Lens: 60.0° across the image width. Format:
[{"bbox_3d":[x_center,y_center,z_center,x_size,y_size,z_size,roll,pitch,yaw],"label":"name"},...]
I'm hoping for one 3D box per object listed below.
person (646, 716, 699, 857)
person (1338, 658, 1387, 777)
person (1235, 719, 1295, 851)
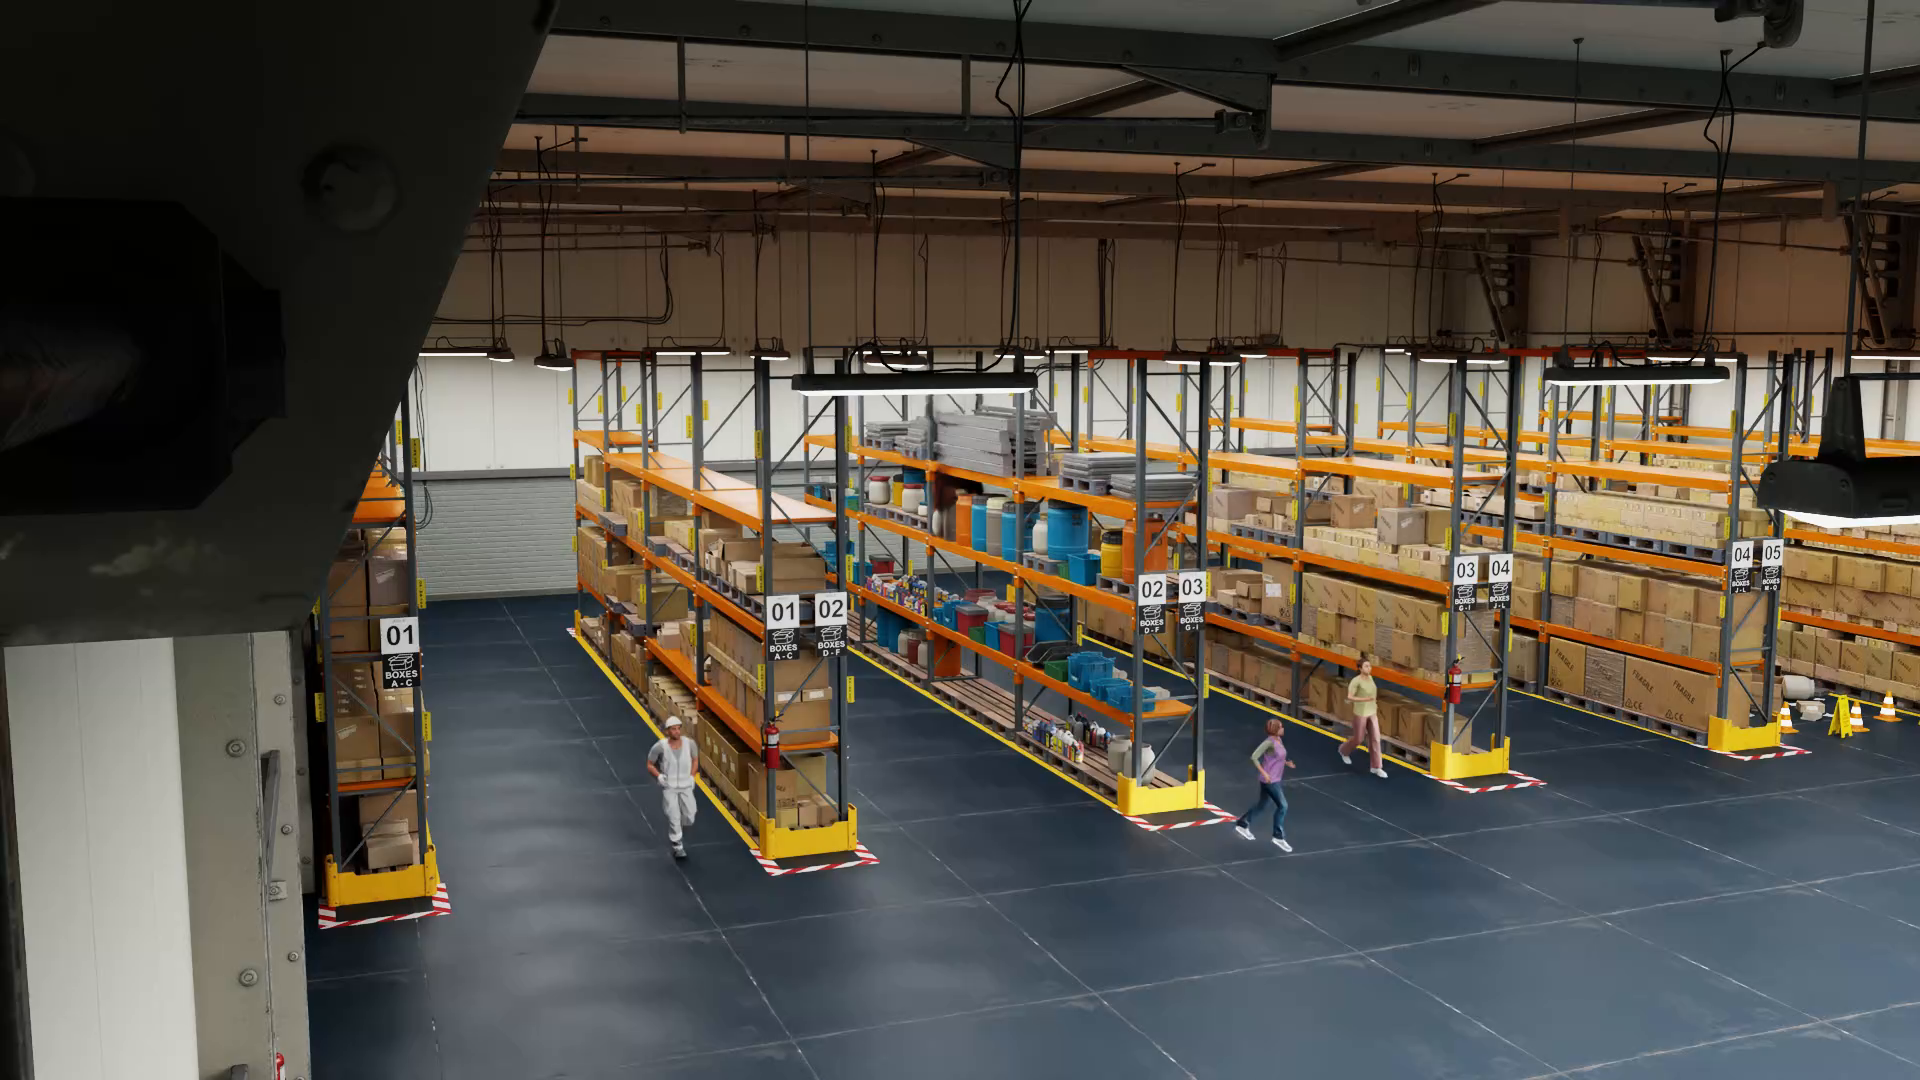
[{"bbox_3d":[-3.446,2.983,20.099,0.660,1.746,0.618,-3,8,-24],"label":"person"},{"bbox_3d":[5.807,2.511,23.881,0.581,1.650,0.946,-4,8,-27],"label":"person"},{"bbox_3d":[3.770,2.994,20.529,0.721,1.640,0.525,2,7,18],"label":"person"}]
